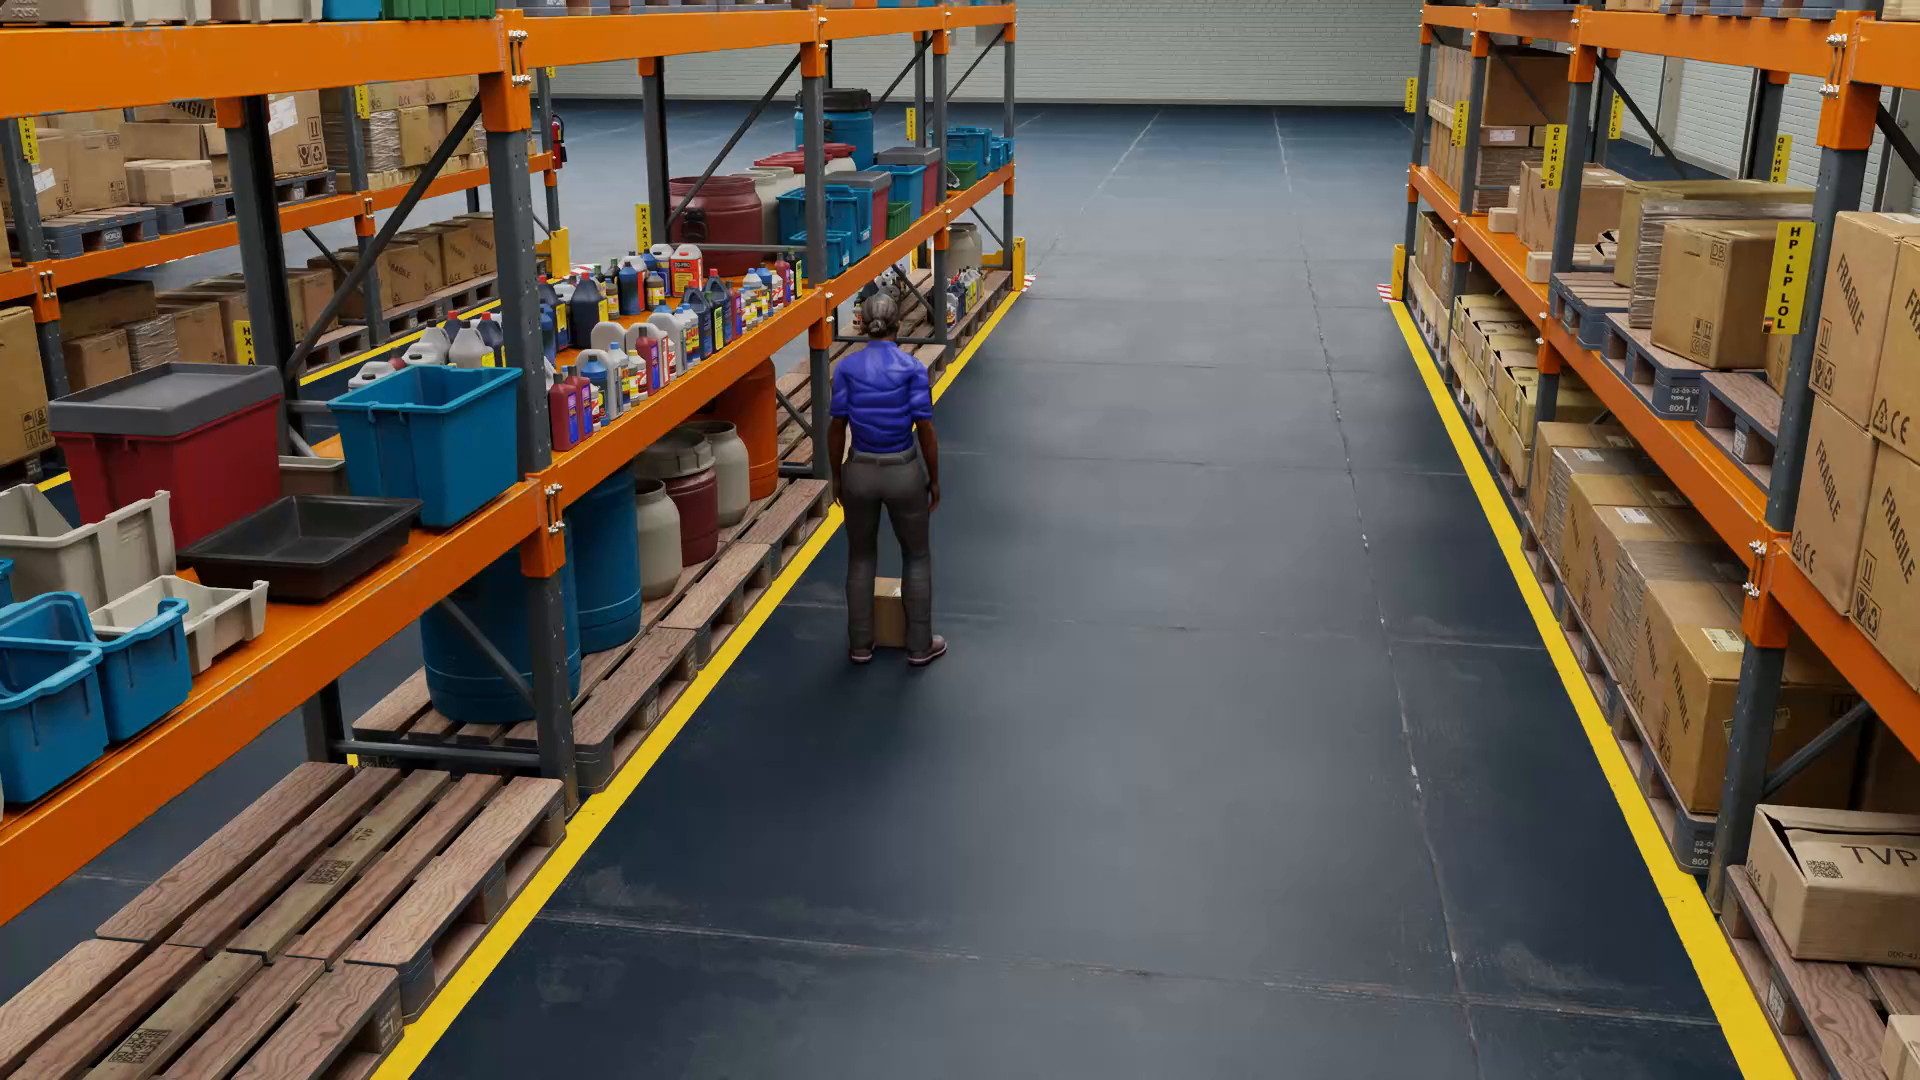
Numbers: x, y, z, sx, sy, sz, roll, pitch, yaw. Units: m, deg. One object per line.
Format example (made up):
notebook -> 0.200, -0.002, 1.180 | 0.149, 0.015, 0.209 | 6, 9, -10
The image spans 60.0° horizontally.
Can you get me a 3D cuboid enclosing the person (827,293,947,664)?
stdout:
person -> -0.326, -0.255, 7.348 | 0.505, 1.654, 0.352 | 2, 18, 8
